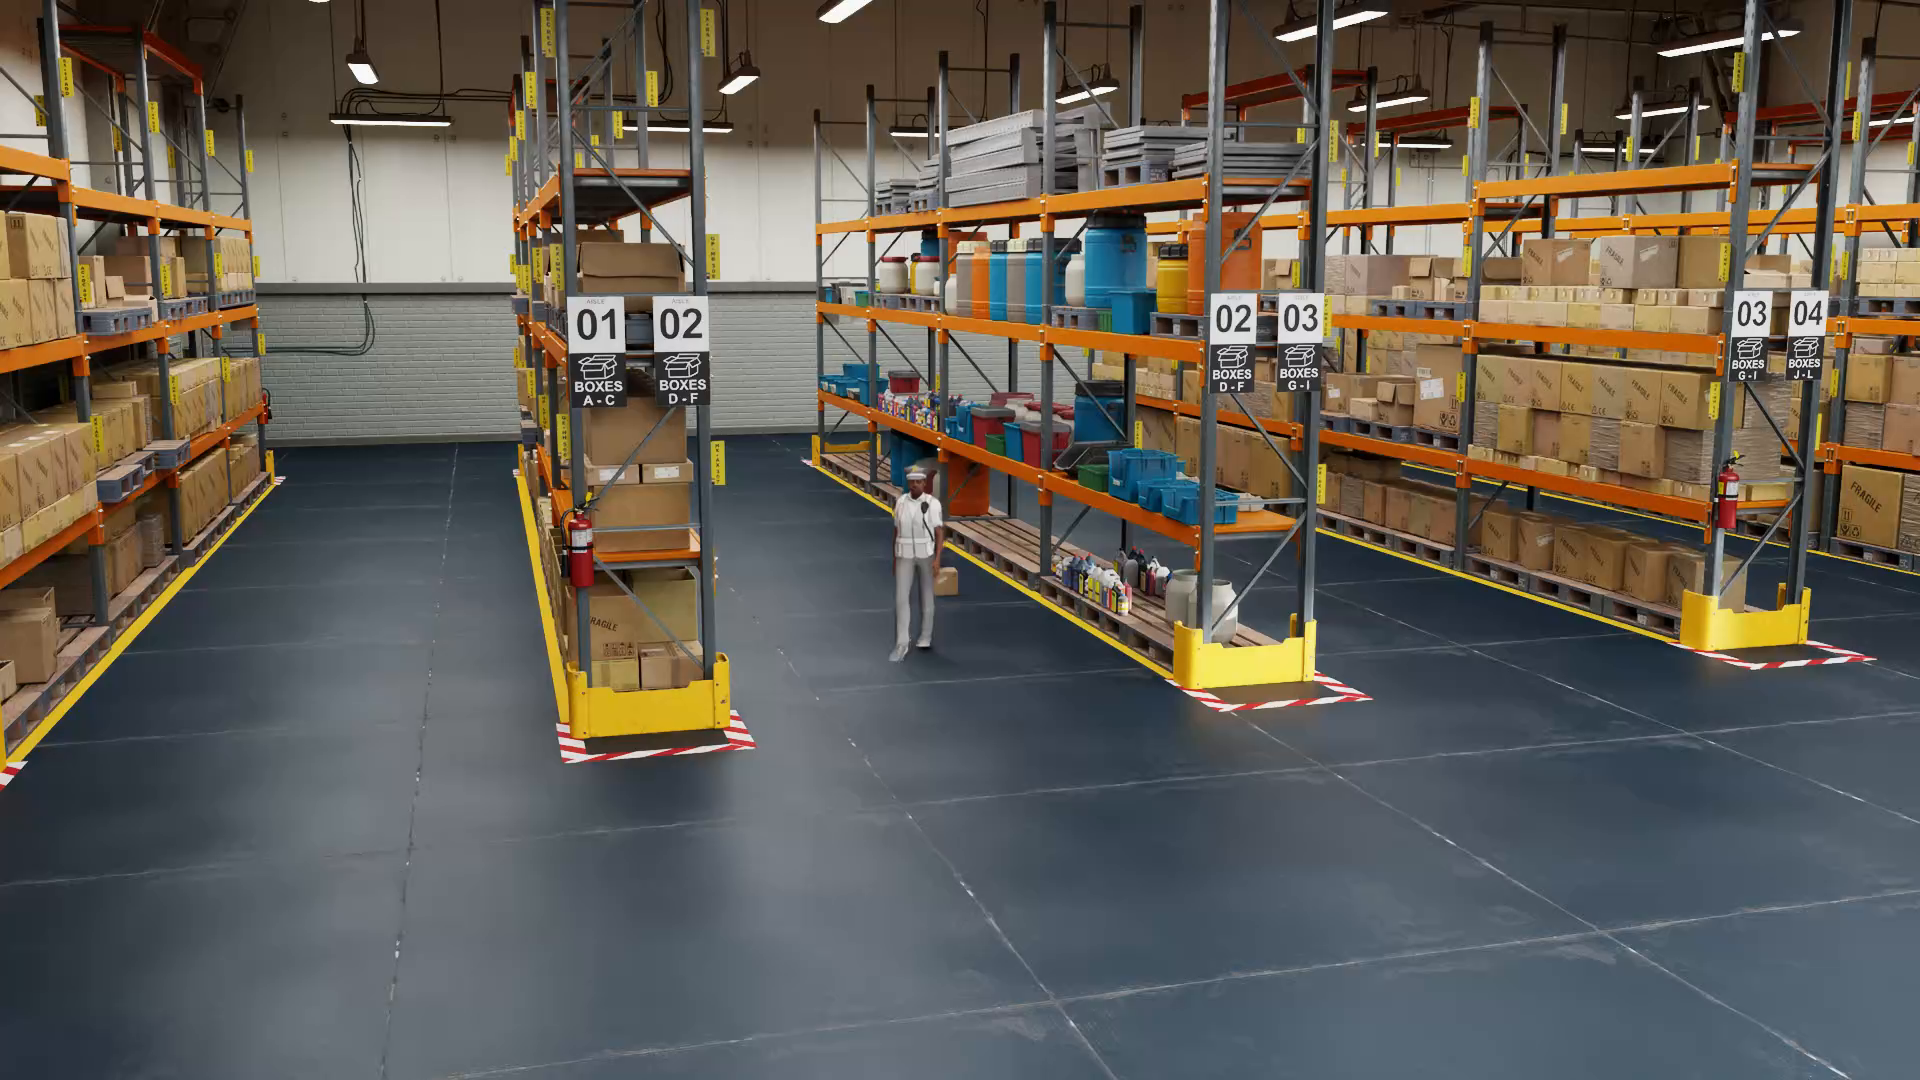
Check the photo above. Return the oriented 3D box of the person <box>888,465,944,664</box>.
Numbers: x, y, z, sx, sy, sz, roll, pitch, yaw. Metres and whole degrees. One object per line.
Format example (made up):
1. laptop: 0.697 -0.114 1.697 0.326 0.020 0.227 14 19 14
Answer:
1. person: -0.389 0.192 14.664 0.486 1.714 0.772 1 9 8
